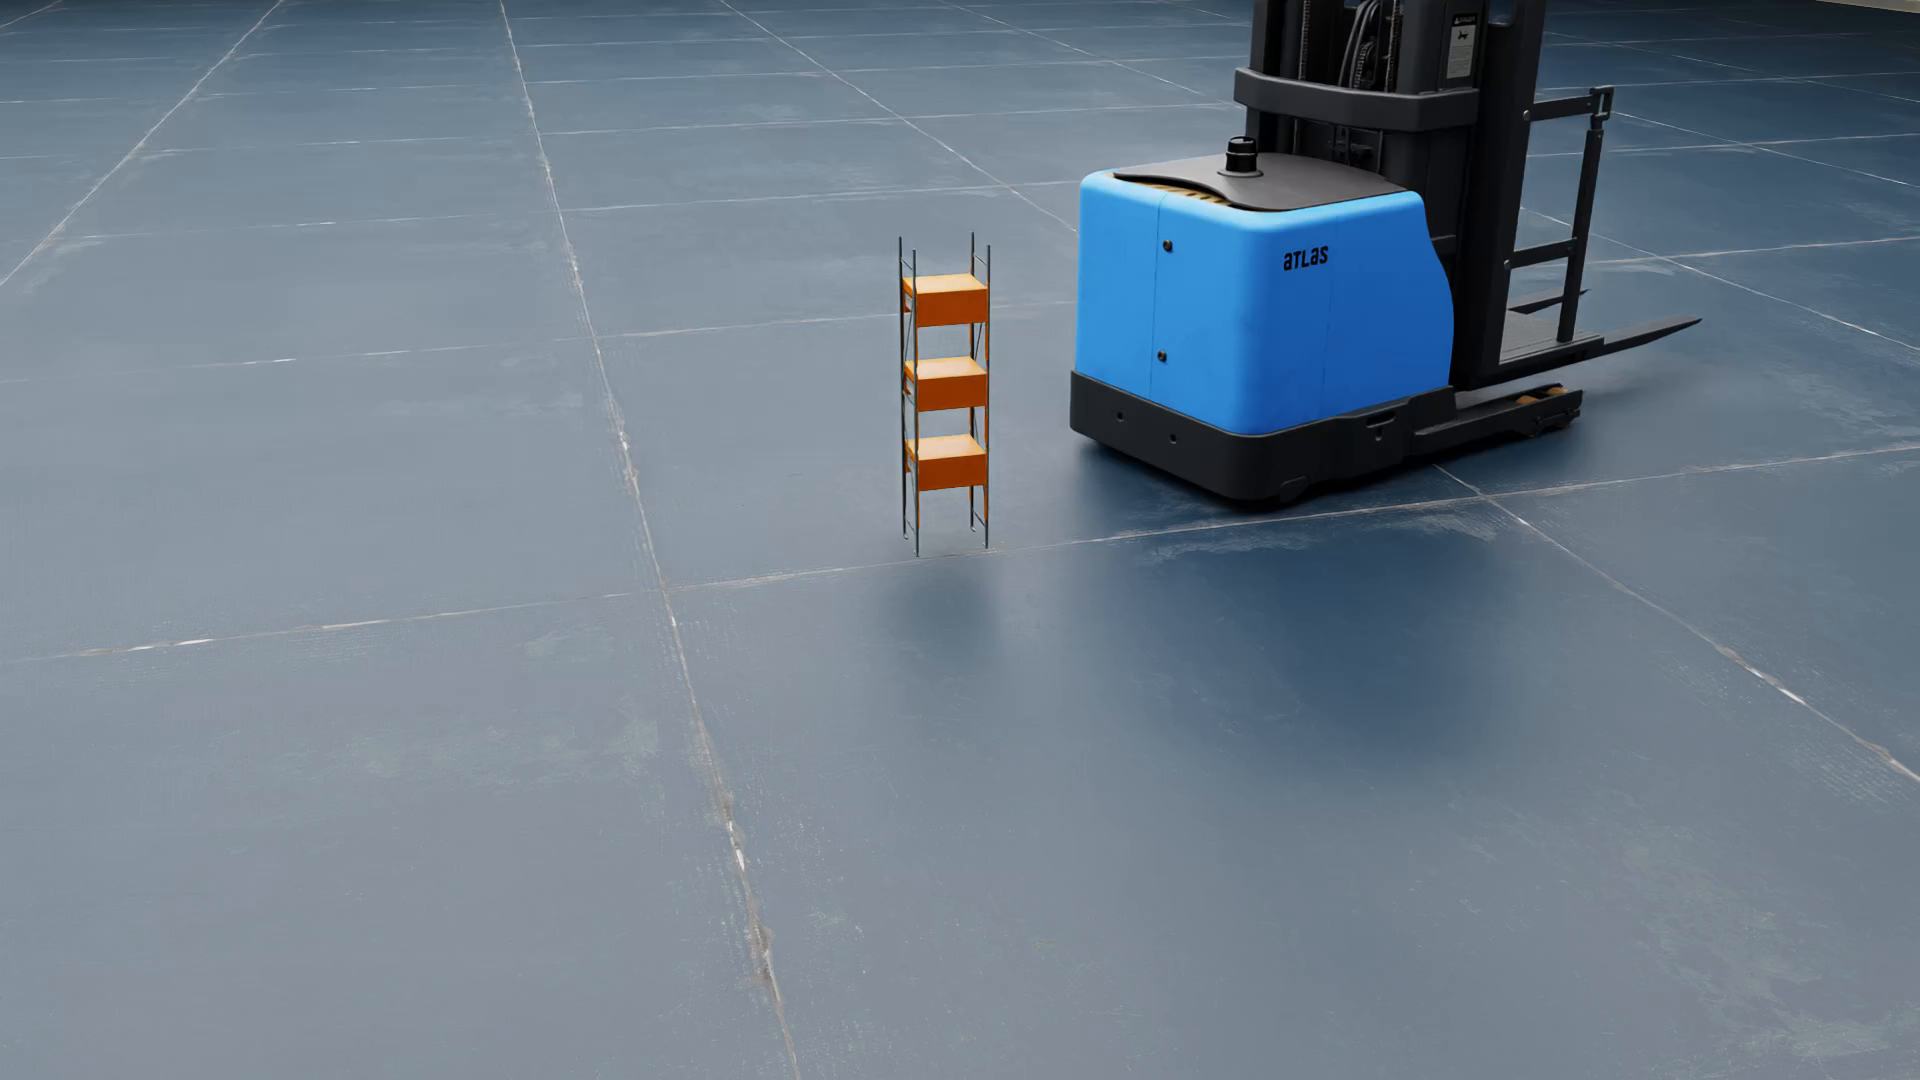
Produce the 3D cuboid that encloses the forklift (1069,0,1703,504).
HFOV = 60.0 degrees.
[{"bbox_3d":[1.936,-1.916,6.498,3.031,2.935,1.130,-15,28,-32],"label":"forklift"}]

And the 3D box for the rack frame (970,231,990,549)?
[{"bbox_3d":[0.066,-0.490,5.560,0.008,1.050,0.200,-6,24,-14],"label":"rack frame"}]

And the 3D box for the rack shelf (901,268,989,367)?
[{"bbox_3d":[-0.052,-0.728,5.422,0.240,0.259,0.215,-6,24,-14],"label":"rack shelf"}]

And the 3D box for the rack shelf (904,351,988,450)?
[{"bbox_3d":[-0.052,-0.467,5.534,0.240,0.259,0.215,-6,24,-14],"label":"rack shelf"}]

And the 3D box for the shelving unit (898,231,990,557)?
[{"bbox_3d":[-0.052,-0.477,5.530,0.252,1.050,0.215,-6,24,-14],"label":"shelving unit"}]

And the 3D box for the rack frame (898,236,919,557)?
[{"bbox_3d":[-0.169,-0.464,5.499,0.008,1.050,0.200,-6,24,-14],"label":"rack frame"}]

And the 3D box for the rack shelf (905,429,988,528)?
[{"bbox_3d":[-0.052,-0.212,5.643,0.240,0.259,0.215,-6,24,-14],"label":"rack shelf"}]
